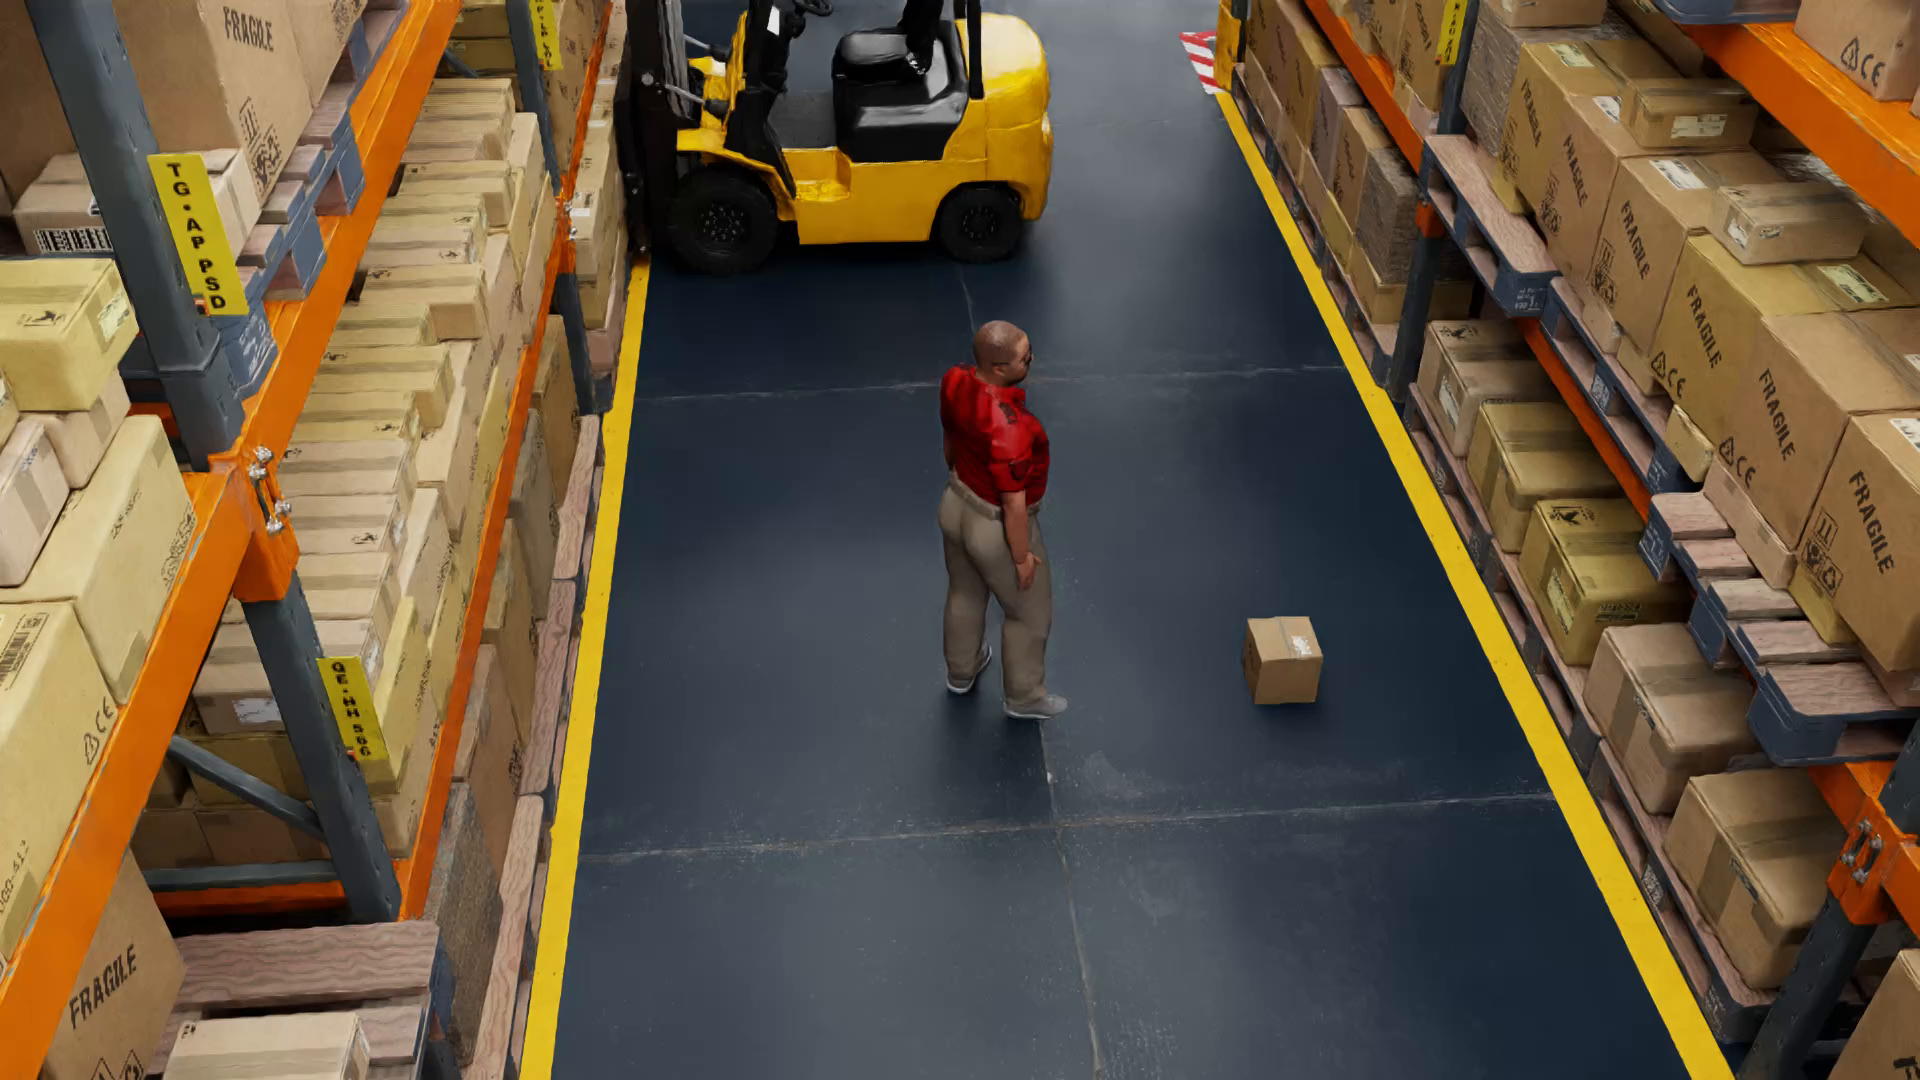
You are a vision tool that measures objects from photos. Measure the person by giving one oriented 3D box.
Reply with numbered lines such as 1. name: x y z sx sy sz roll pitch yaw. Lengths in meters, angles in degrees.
1. person: 0.140 -0.067 6.290 0.419 1.798 0.606 -24 45 -27
